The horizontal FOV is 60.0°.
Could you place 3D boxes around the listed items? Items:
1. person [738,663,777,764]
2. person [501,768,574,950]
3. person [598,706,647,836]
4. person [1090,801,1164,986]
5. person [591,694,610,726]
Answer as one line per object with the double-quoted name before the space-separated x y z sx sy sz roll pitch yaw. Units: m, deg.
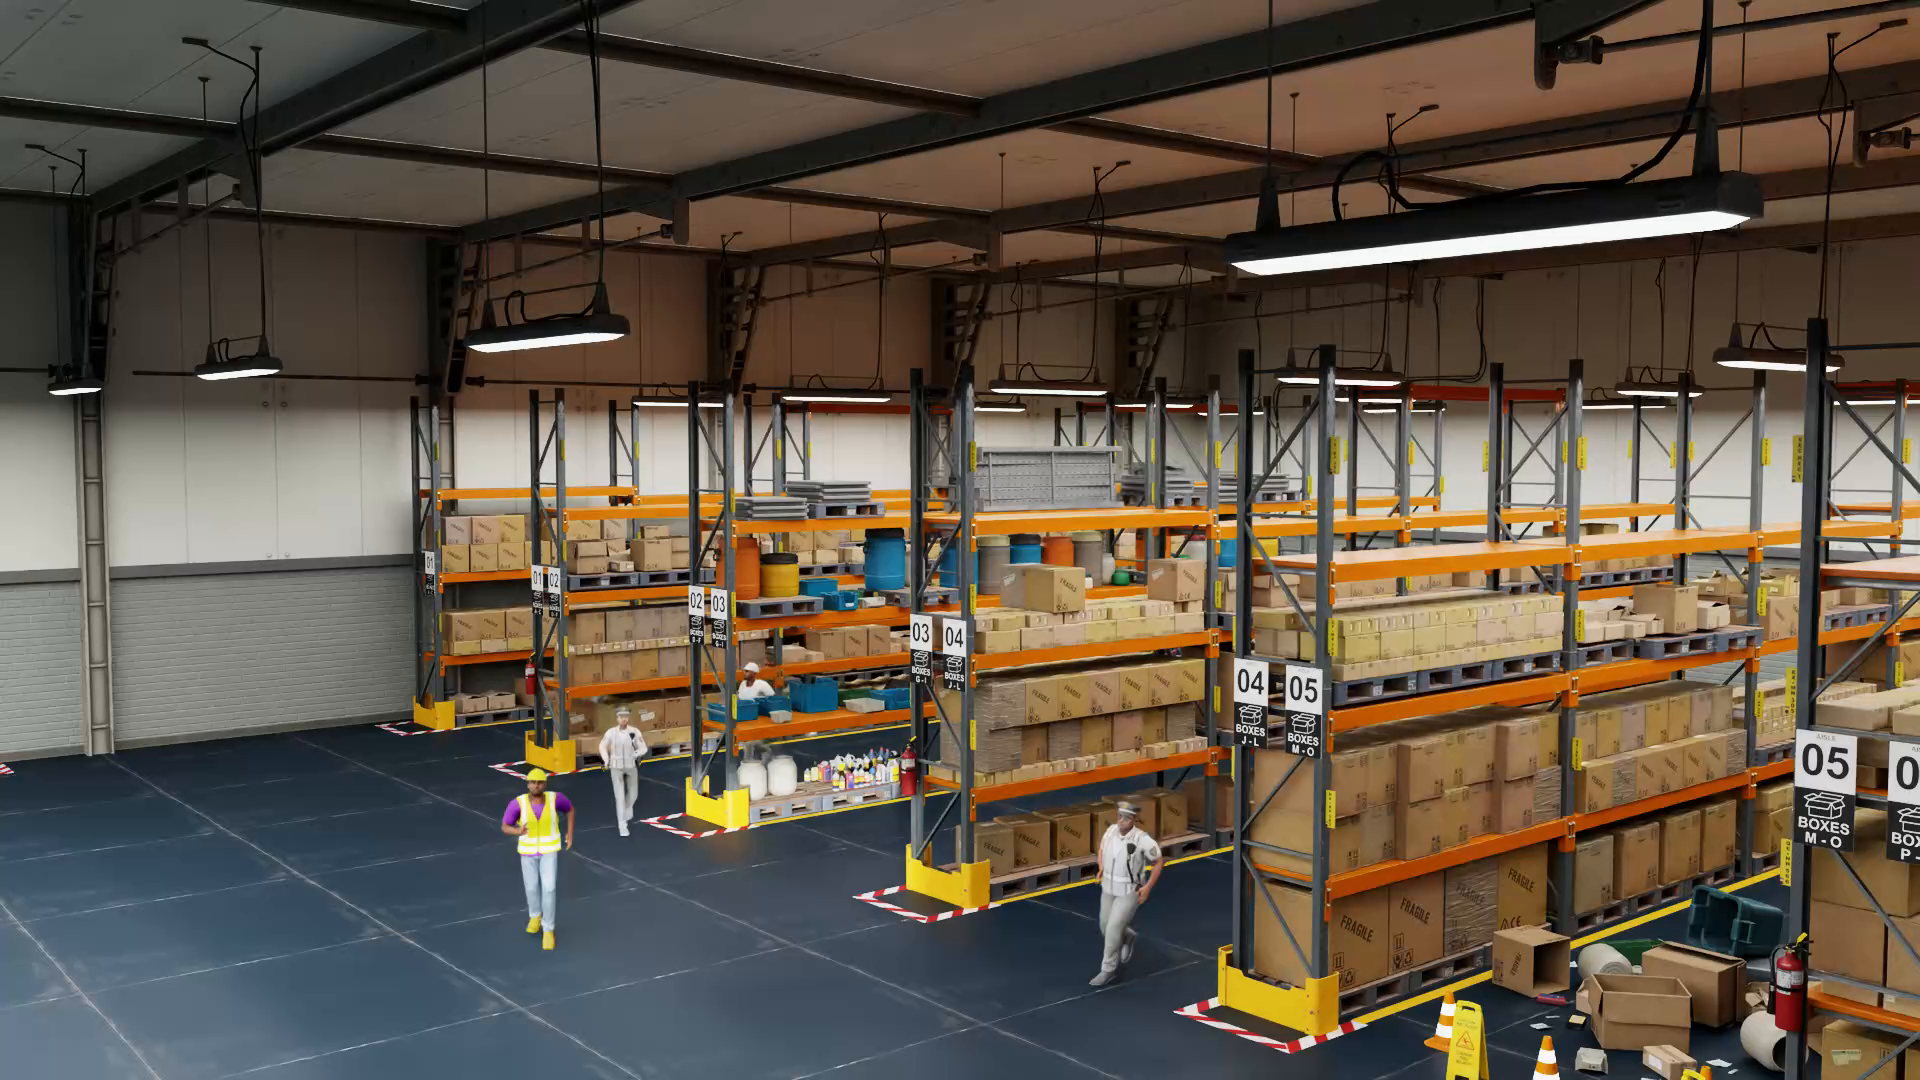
"person" -3.164 2.774 25.733 0.710 1.766 0.934 3 4 39
"person" -4.365 3.262 17.198 0.720 1.834 0.787 -1 3 -10
"person" -4.461 3.024 22.045 0.626 1.666 0.821 -1 4 -16
"person" 1.617 3.365 16.008 0.709 1.772 0.820 3 4 40
"person" -6.232 2.589 29.121 0.618 1.673 0.927 2 4 32
